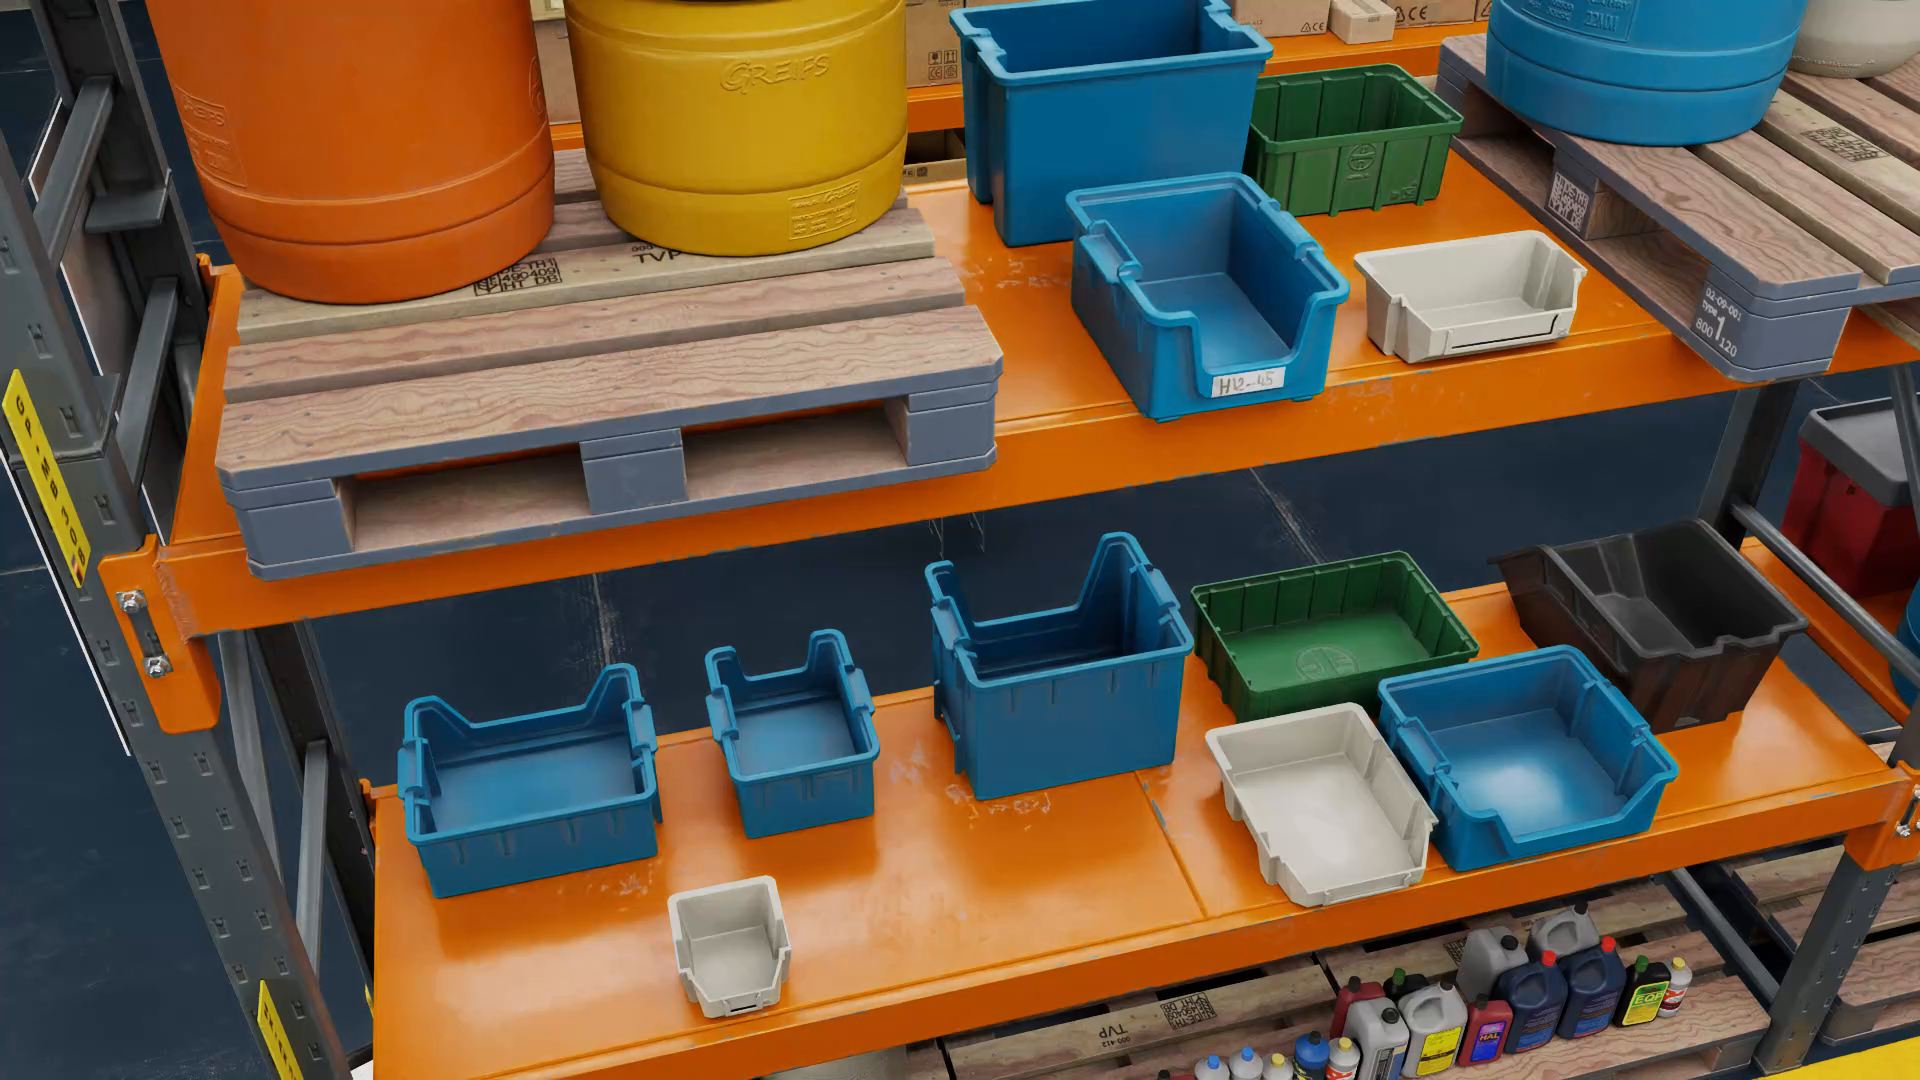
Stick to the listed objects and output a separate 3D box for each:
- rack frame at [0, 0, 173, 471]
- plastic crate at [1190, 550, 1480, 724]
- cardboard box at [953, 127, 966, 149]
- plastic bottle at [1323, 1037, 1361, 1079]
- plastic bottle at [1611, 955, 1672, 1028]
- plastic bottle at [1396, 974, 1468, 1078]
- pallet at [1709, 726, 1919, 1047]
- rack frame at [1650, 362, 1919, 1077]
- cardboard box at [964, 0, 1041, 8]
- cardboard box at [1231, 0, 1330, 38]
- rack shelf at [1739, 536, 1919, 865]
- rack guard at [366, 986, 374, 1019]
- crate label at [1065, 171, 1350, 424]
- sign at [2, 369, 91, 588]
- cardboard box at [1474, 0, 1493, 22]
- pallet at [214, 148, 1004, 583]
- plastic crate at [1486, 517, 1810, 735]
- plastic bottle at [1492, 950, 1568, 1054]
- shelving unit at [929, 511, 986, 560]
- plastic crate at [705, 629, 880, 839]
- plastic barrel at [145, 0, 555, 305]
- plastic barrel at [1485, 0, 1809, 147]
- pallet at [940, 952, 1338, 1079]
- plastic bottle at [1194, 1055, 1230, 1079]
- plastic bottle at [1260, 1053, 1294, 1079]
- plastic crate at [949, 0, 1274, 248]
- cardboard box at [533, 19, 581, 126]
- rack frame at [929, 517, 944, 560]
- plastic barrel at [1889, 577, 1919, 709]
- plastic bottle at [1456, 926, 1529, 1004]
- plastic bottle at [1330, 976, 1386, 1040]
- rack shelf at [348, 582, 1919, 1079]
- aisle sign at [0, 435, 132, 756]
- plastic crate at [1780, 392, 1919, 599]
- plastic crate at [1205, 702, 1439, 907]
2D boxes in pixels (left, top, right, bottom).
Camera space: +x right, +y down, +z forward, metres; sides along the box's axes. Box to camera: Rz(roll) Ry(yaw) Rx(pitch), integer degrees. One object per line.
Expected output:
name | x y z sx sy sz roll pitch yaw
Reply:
rack frame | -1.464 -1.597 1.931 0.127 3.000 1.000 -9 38 -12
plastic crate | 1.014 0.286 4.582 0.662 0.188 0.450 -9 38 -12
cardboard box | 0.234 -1.852 8.503 0.500 0.500 0.500 -9 38 -12
plastic bottle | 1.090 1.500 4.761 0.097 0.201 0.097 0 37 0
plastic bottle | 2.020 1.326 4.921 0.133 0.283 0.061 -7 38 -10
plastic bottle | 1.354 1.382 4.792 0.185 0.351 0.144 -10 38 -12
pallet | 3.146 1.113 5.621 1.213 0.211 1.003 -9 38 -12
rack frame | 2.398 0.152 4.582 0.127 3.000 1.000 -9 38 -12
cardboard box | 0.176 -2.632 8.140 0.500 0.500 0.700 -10 38 -12
cardboard box | 1.574 -2.798 8.562 0.500 0.250 0.500 -7 38 -9
rack shelf | 4.329 0.121 5.215 4.000 0.370 1.077 -9 38 -12
rack guard | -1.402 1.739 4.565 0.348 0.500 1.175 -9 38 -12
crate label | 0.430 -0.449 3.022 0.408 0.251 0.502 -9 38 -12
sign | -1.324 -0.085 2.417 0.005 0.325 0.100 -9 38 -12
cardboard box | 2.848 -3.068 8.710 0.500 0.500 0.500 -9 38 -12
pallet | -0.639 -0.404 2.996 1.213 0.211 1.003 -9 38 -12
plastic crate | 1.860 0.185 4.590 0.504 0.338 0.767 -9 38 -12
plastic bottle | 1.666 1.331 4.859 0.185 0.351 0.144 -11 39 -14
shelving unit | -0.014 -0.474 6.882 0.189 1.200 0.258 -9 38 -12
plastic crate | -0.430 0.491 4.262 0.408 0.251 0.499 -9 38 -12
plastic barrel | -1.028 -0.894 2.782 0.708 0.830 0.600 -9 38 -12
plastic barrel | 1.409 -1.310 3.267 0.708 0.901 0.600 -9 38 -12
pallet | 0.559 1.537 5.067 1.213 0.211 1.003 -9 38 -12
plastic bottle | 0.699 1.536 4.656 0.097 0.271 0.097 0 37 0
plastic bottle | 0.891 1.533 4.719 0.097 0.201 0.097 0 37 0
plastic crate | 0.299 -0.878 3.473 0.575 0.384 0.392 -9 38 -12
cardboard box | -1.792 -2.312 7.721 0.500 0.500 0.700 -8 38 -11
rack frame | -0.102 -0.460 6.864 0.006 1.200 0.240 -9 38 -12
plastic barrel | 2.850 0.070 4.277 0.708 0.901 0.600 -9 38 -12
plastic bottle | 1.603 1.278 4.990 0.135 0.276 0.152 -9 38 -12
plastic bottle | 1.168 1.370 4.863 0.133 0.283 0.061 -9 38 -12
rack shelf | 0.467 0.755 4.386 4.000 0.370 1.077 -9 38 -12
aisle sign | -1.457 -0.063 2.724 0.004 0.787 0.394 -9 38 -12
plastic crate | 2.786 -0.129 4.897 0.583 0.464 0.402 -9 38 -12
plastic crate | 0.896 0.663 4.132 0.437 0.136 0.530 -9 38 -12
